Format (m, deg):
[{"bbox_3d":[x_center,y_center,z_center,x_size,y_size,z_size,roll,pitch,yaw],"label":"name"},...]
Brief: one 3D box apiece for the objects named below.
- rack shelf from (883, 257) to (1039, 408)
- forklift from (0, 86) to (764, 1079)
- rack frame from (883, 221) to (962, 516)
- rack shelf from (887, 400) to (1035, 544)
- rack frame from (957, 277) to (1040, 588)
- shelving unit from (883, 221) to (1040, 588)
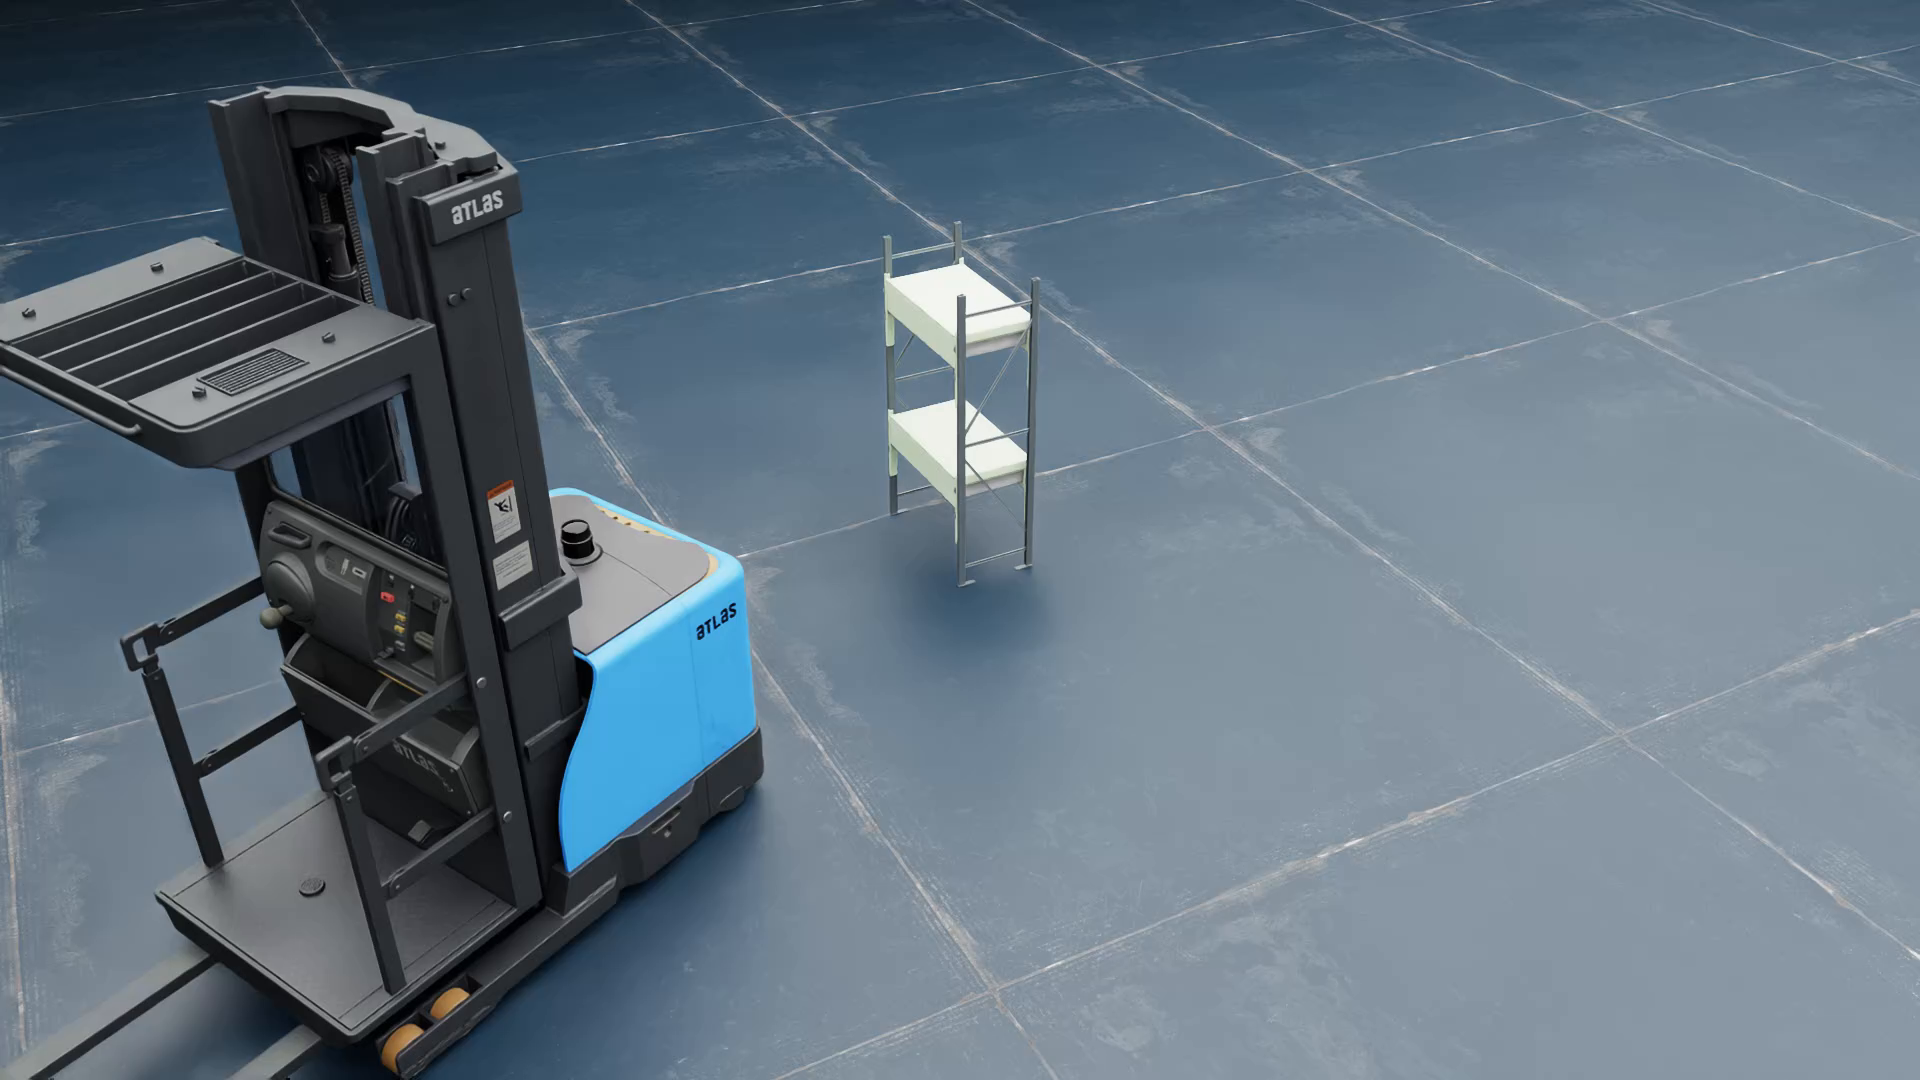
[{"bbox_3d":[-0.003,-0.963,7.640,0.431,0.370,0.720,-16,36,-23],"label":"rack shelf"},{"bbox_3d":[-2.056,0.236,5.164,1.130,2.935,3.031,21,38,30],"label":"forklift"},{"bbox_3d":[-0.174,-0.809,8.123,0.400,1.500,0.023,-16,36,-23],"label":"rack frame"},{"bbox_3d":[-0.003,-0.360,8.026,0.431,0.370,0.720,-16,36,-23],"label":"rack shelf"},{"bbox_3d":[0.168,-0.460,7.578,0.400,1.500,0.023,-16,36,-23],"label":"rack frame"},{"bbox_3d":[-0.003,-0.635,7.850,0.431,1.500,0.755,-16,36,-23],"label":"shelving unit"}]
